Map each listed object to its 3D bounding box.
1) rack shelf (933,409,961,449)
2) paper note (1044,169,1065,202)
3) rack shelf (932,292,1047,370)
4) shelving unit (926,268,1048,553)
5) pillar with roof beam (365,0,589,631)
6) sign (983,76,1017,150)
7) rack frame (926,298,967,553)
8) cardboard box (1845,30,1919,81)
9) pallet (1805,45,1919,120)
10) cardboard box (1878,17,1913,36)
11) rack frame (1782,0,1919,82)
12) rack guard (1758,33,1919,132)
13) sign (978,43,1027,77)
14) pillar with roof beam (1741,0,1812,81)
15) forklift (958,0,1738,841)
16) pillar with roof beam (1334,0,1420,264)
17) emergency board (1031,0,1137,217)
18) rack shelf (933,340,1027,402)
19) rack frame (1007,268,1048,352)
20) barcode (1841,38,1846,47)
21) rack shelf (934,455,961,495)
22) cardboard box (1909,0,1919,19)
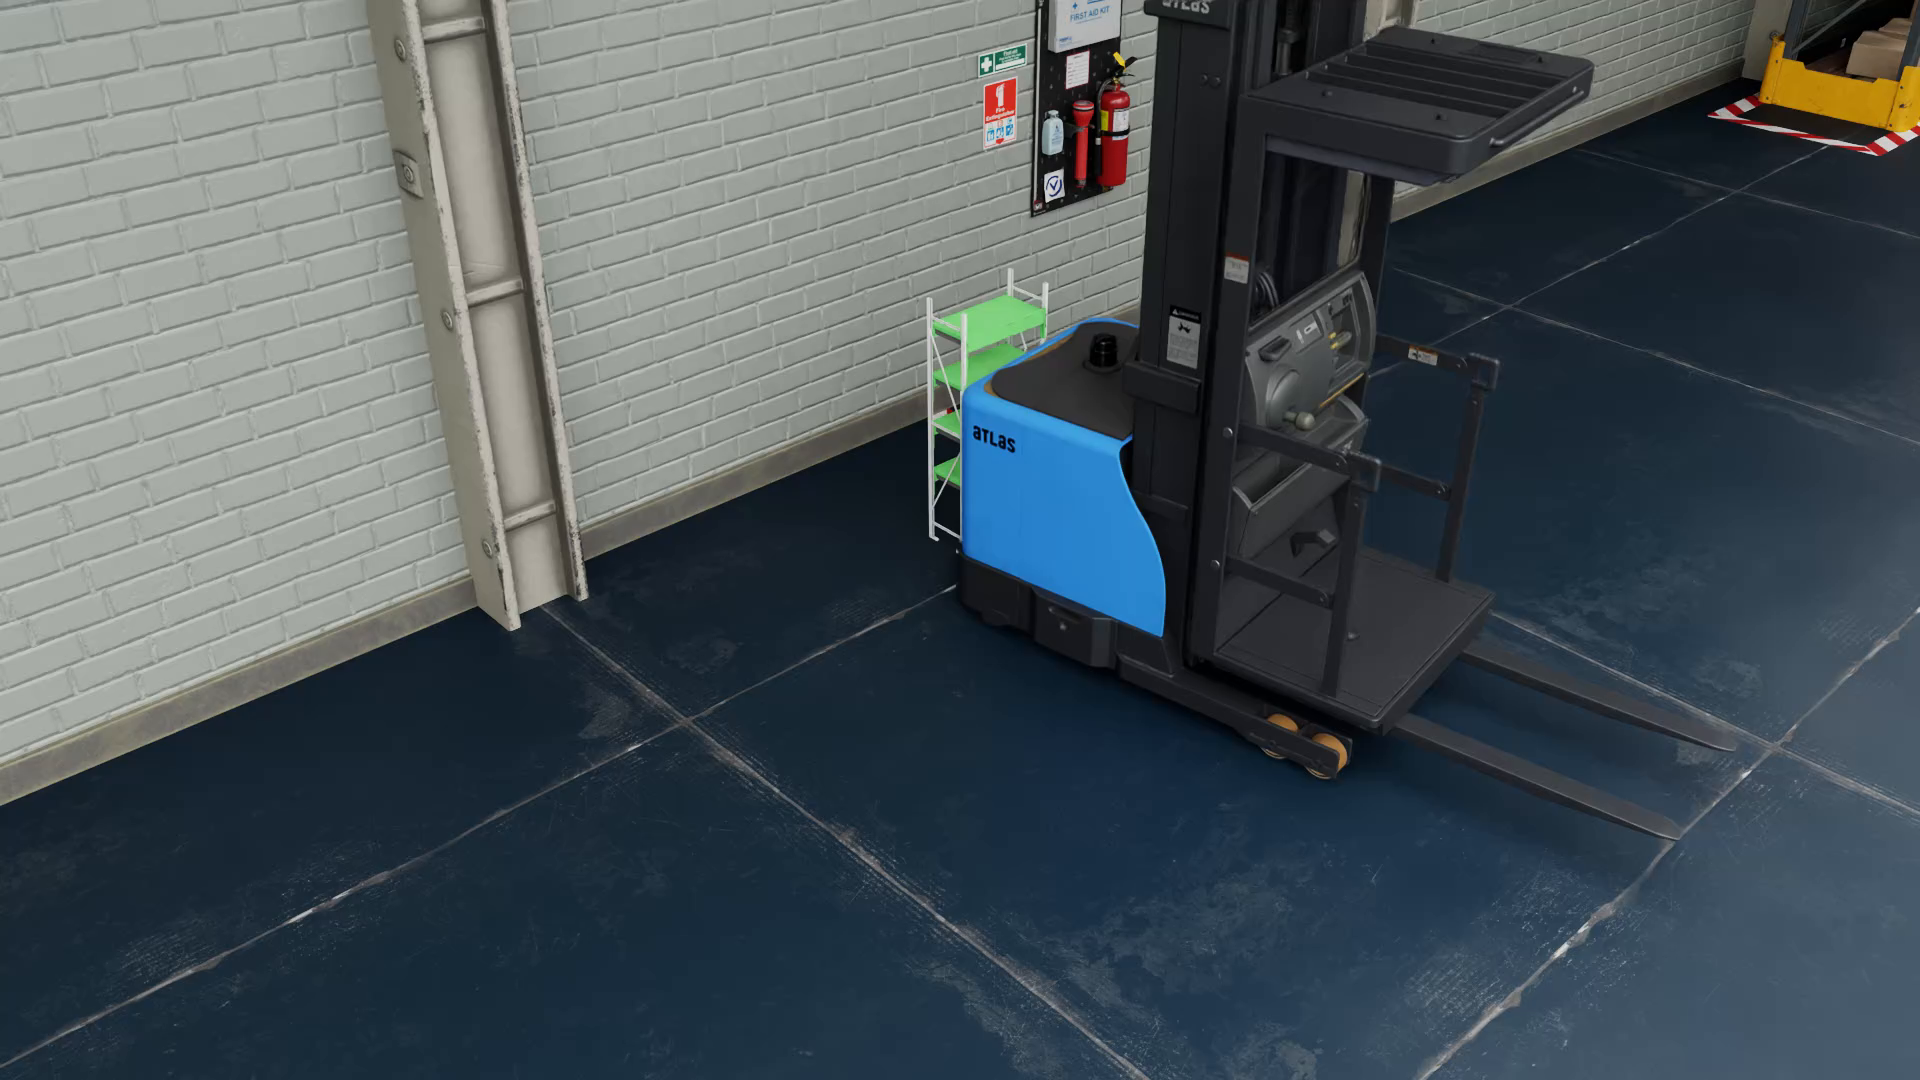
[{"bbox_3d":[0.121,-0.516,7.566,0.480,0.148,0.258,-26,40,-35],"label":"rack shelf"},{"bbox_3d":[0.501,-1.872,8.781,0.142,0.148,0.016,-26,40,-35],"label":"paper note"},{"bbox_3d":[0.121,-0.926,7.316,0.480,0.148,0.258,-26,40,-35],"label":"rack shelf"},{"bbox_3d":[0.121,-0.571,7.533,0.503,1.200,0.258,-26,40,-35],"label":"shelving unit"},{"bbox_3d":[1.043,-1.931,2.281,0.400,9.000,9.100,-26,40,-35],"label":"pillar with roof beam"},{"bbox_3d":[0.202,-2.143,8.345,0.234,0.329,0.001,-26,40,-35],"label":"sign"},{"bbox_3d":[-0.058,-0.484,7.391,0.015,1.200,0.240,-26,40,-35],"label":"rack frame"},{"bbox_3d":[7.559,-3.947,13.485,0.500,0.311,0.500,24,39,34],"label":"cardboard box"},{"bbox_3d":[7.666,-3.807,13.774,1.213,0.211,1.003,-26,40,-35],"label":"pallet"},{"bbox_3d":[7.977,-4.149,13.816,0.500,0.311,0.500,-22,38,-32],"label":"cardboard box"},{"bbox_3d":[6.990,-4.695,12.553,0.127,3.000,1.000,-26,40,-35],"label":"rack frame"},{"bbox_3d":[7.046,-3.656,13.249,0.348,0.500,1.175,-26,40,-35],"label":"rack guard"},{"bbox_3d":[0.211,-2.367,8.204,0.331,0.109,0.001,-26,40,-35],"label":"sign"},{"bbox_3d":[9.842,-6.187,9.242,0.400,9.000,9.100,-26,40,-35],"label":"pillar with roof beam"},{"bbox_3d":[1.462,-0.664,6.027,3.031,2.935,1.130,22,38,32],"label":"forklift"},{"bbox_3d":[5.443,-4.059,5.762,0.400,9.000,9.100,-26,40,-35],"label":"pillar with roof beam"},{"bbox_3d":[0.678,-2.284,8.610,0.643,1.169,0.194,-26,40,-35],"label":"emergency board"},{"bbox_3d":[0.121,-0.721,7.441,0.480,0.148,0.258,-26,40,-35],"label":"rack shelf"},{"bbox_3d":[0.300,-0.657,7.675,0.015,1.200,0.240,-26,40,-35],"label":"rack frame"},{"bbox_3d":[7.300,-4.110,13.743,0.075,0.075,0.001,-26,40,-35],"label":"barcode"},{"bbox_3d":[0.121,-0.311,7.692,0.480,0.148,0.258,-26,40,-35],"label":"rack shelf"},{"bbox_3d":[8.549,-4.471,14.161,0.700,0.500,0.500,26,40,36],"label":"cardboard box"}]
